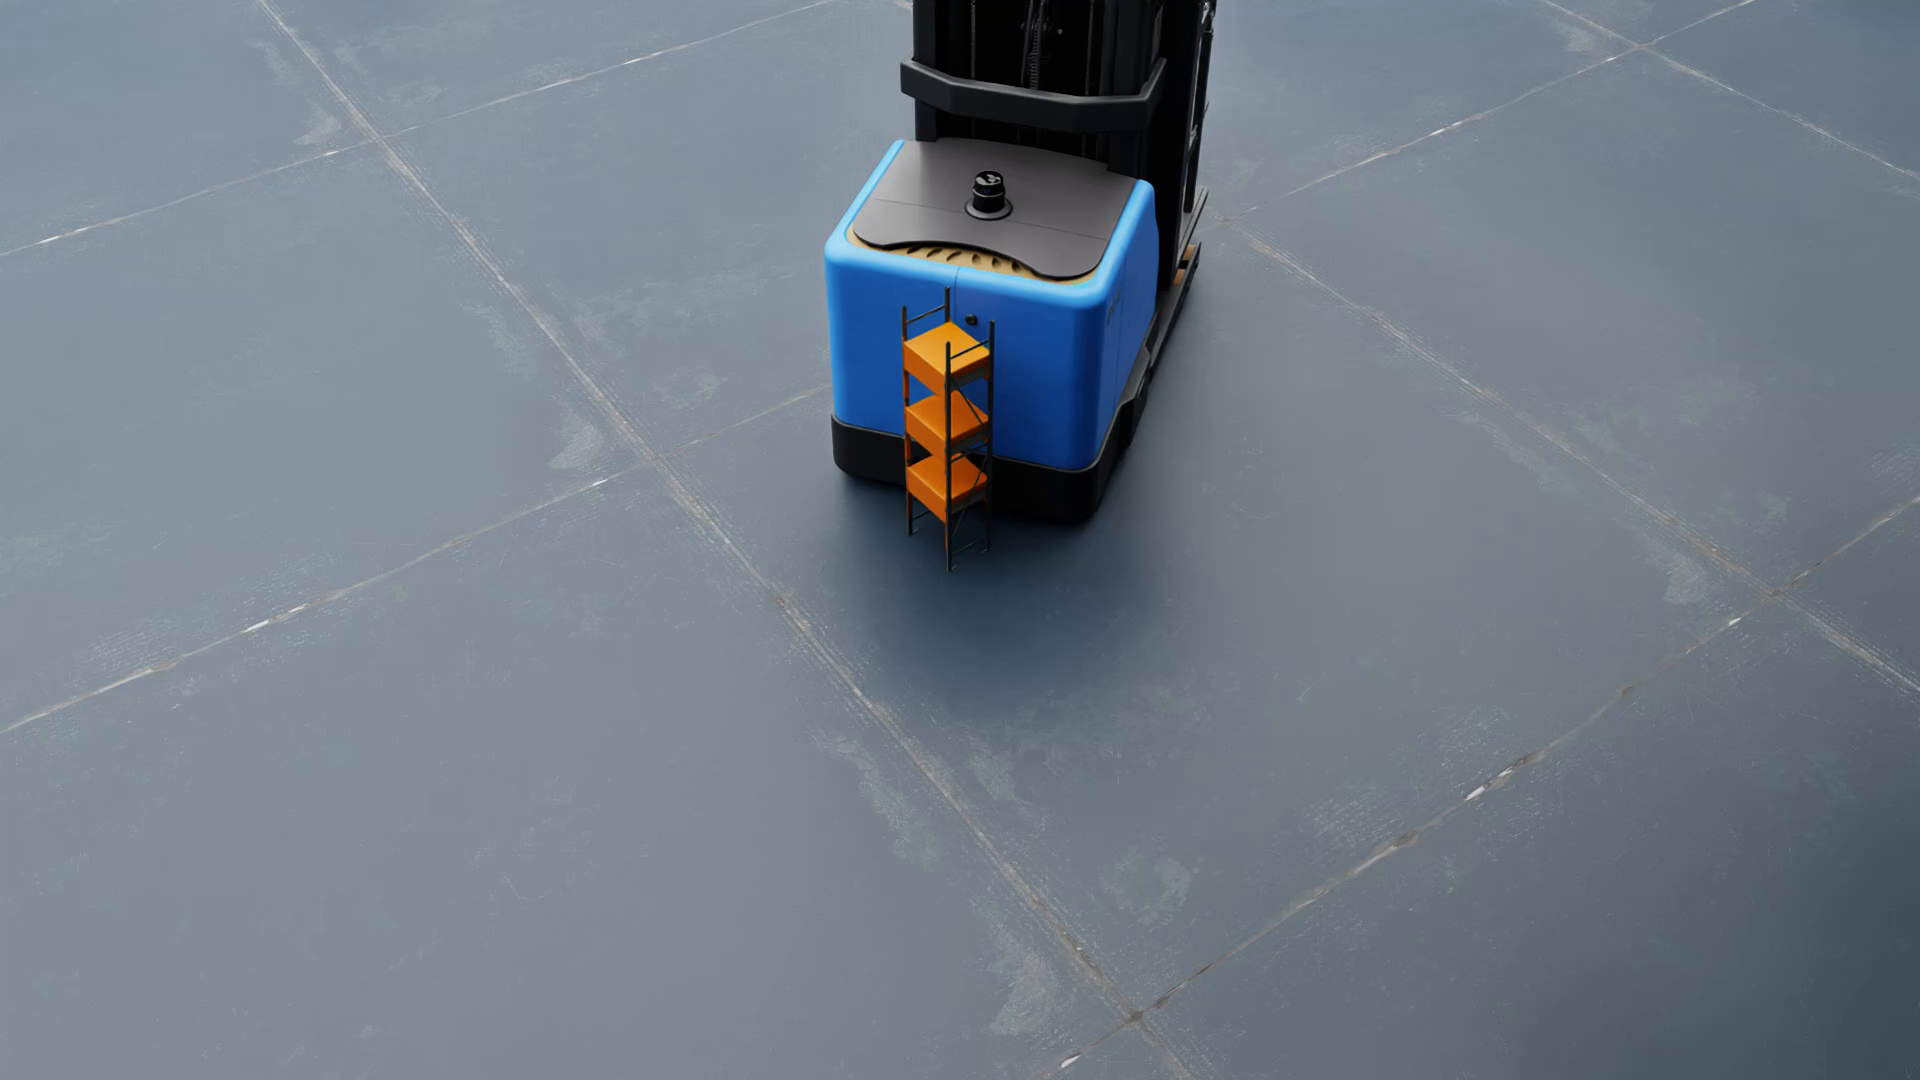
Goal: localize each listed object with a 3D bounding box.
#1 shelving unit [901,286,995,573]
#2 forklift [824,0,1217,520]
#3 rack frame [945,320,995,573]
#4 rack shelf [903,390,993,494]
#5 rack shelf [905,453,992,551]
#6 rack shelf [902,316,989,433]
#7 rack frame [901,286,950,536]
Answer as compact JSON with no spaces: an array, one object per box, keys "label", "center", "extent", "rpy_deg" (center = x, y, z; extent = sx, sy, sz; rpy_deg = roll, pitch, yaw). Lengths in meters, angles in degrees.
[{"label":"shelving unit","center":[-0.041,-0.370,5.877],"extent":[0.215,1.050,0.252],"rpy_deg":[-28,50,-26]},{"label":"forklift","center":[0.442,-2.168,6.399],"extent":[1.130,2.935,3.031],"rpy_deg":[12,45,13]},{"label":"rack frame","center":[0.033,-0.303,5.807],"extent":[0.200,1.050,0.008],"rpy_deg":[-28,50,-26]},{"label":"rack shelf","center":[-0.041,-0.362,5.885],"extent":[0.215,0.259,0.240],"rpy_deg":[-28,50,-26]},{"label":"rack shelf","center":[-0.041,-0.161,6.076],"extent":[0.215,0.259,0.240],"rpy_deg":[-28,50,-26]},{"label":"rack shelf","center":[-0.041,-0.568,5.689],"extent":[0.215,0.259,0.240],"rpy_deg":[-28,50,-26]},{"label":"rack frame","center":[-0.116,-0.437,5.947],"extent":[0.200,1.050,0.008],"rpy_deg":[-28,50,-26]}]
